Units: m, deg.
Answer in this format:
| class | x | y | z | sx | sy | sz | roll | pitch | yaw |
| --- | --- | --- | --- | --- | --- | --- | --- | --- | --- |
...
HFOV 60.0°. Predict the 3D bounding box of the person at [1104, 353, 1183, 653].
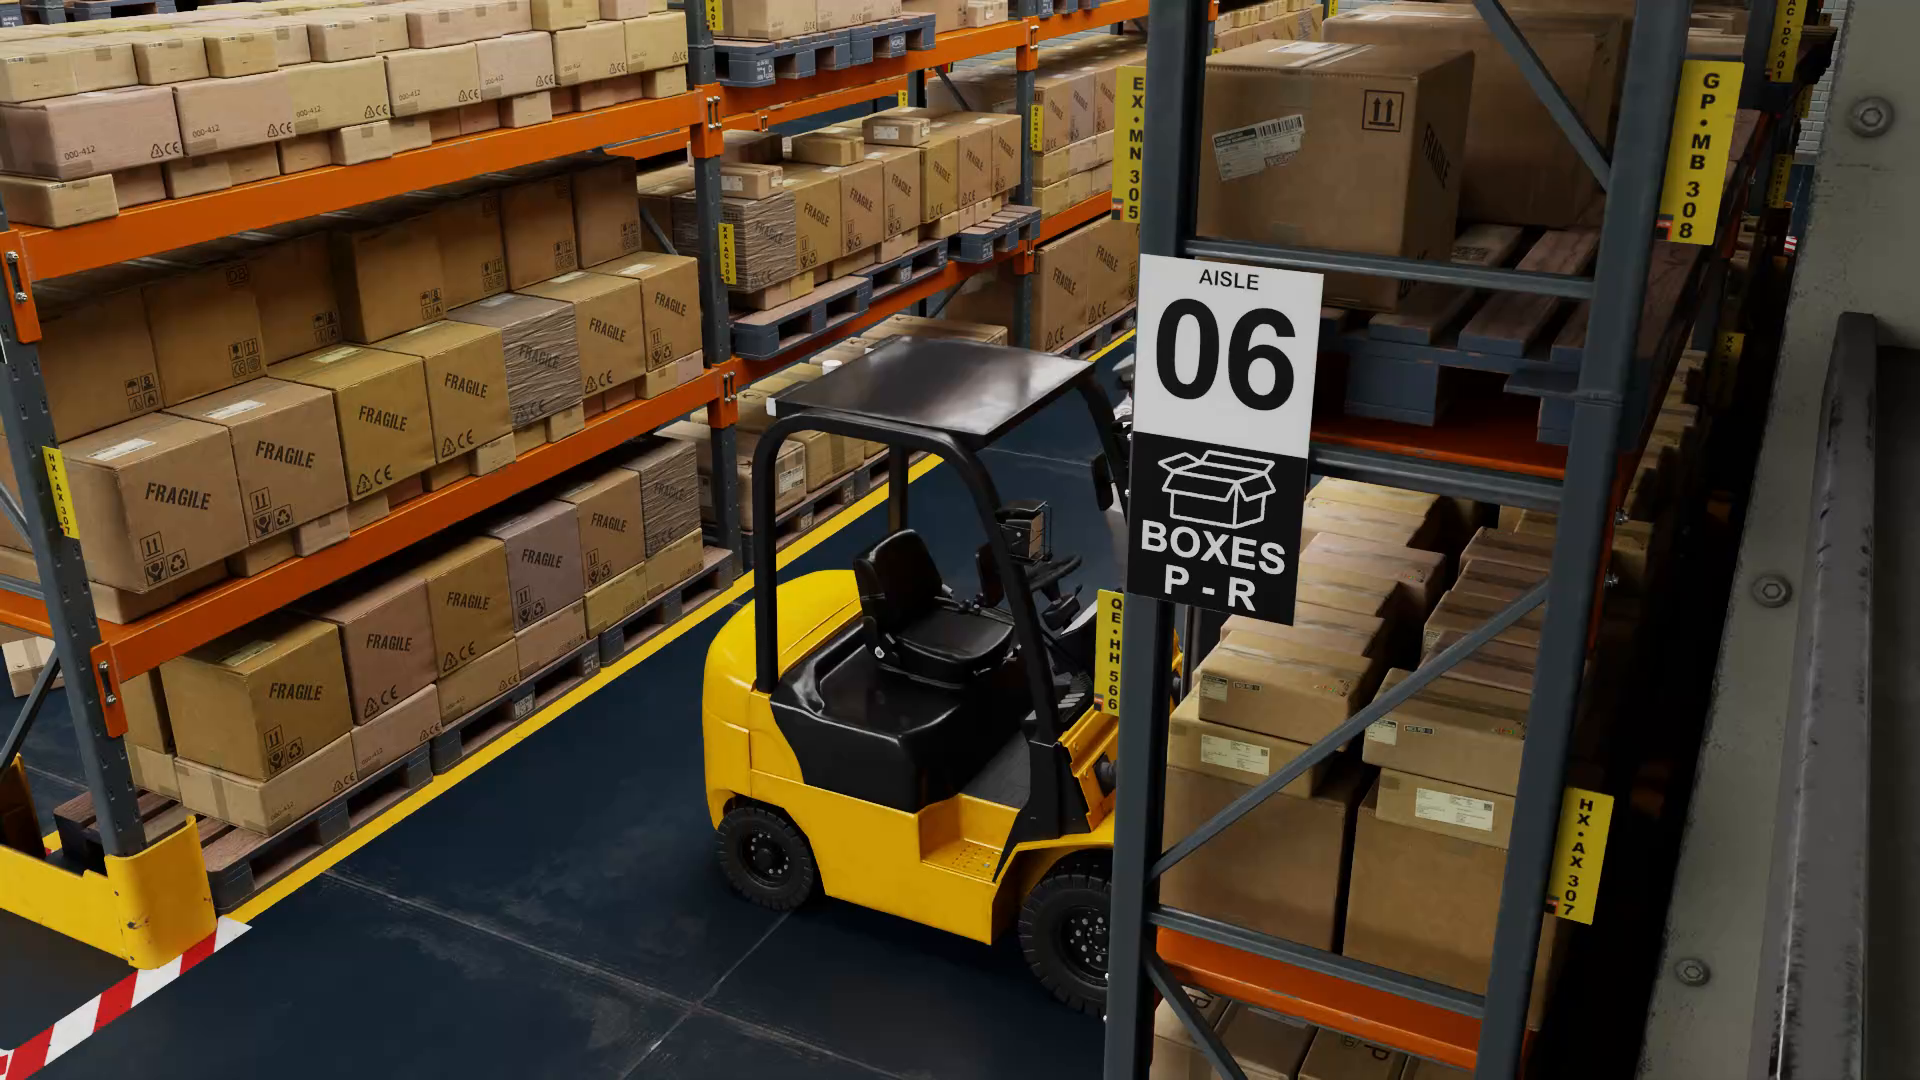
| class | x | y | z | sx | sy | sz | roll | pitch | yaw |
| --- | --- | --- | --- | --- | --- | --- | --- | --- | --- |
| person | 0.997 | -0.149 | 8.479 | 0.515 | 1.692 | 0.460 | 11 | 25 | 24 |
